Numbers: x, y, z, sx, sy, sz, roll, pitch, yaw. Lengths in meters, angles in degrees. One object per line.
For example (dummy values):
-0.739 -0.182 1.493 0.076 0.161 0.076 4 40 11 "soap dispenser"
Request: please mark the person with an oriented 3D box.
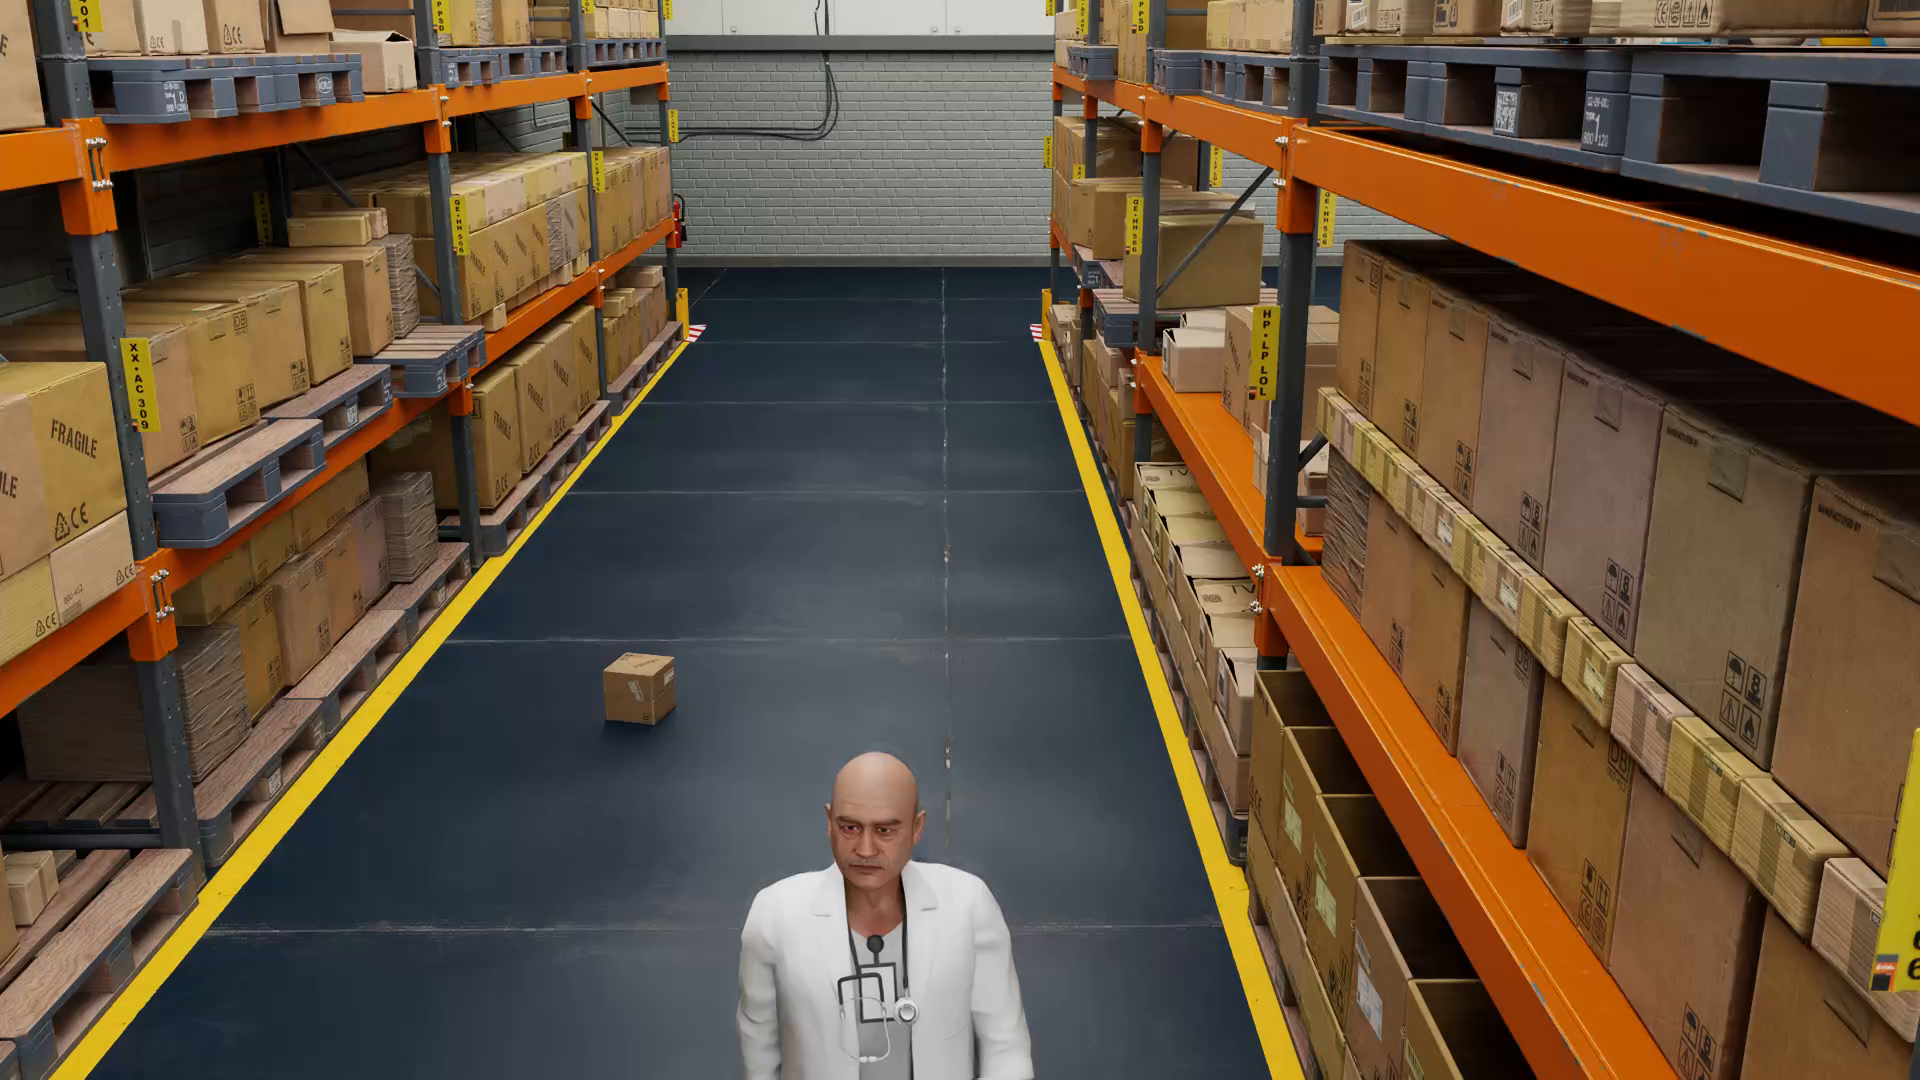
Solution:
-0.130 1.281 3.285 0.575 1.727 1.066 -3 17 -10 "person"
